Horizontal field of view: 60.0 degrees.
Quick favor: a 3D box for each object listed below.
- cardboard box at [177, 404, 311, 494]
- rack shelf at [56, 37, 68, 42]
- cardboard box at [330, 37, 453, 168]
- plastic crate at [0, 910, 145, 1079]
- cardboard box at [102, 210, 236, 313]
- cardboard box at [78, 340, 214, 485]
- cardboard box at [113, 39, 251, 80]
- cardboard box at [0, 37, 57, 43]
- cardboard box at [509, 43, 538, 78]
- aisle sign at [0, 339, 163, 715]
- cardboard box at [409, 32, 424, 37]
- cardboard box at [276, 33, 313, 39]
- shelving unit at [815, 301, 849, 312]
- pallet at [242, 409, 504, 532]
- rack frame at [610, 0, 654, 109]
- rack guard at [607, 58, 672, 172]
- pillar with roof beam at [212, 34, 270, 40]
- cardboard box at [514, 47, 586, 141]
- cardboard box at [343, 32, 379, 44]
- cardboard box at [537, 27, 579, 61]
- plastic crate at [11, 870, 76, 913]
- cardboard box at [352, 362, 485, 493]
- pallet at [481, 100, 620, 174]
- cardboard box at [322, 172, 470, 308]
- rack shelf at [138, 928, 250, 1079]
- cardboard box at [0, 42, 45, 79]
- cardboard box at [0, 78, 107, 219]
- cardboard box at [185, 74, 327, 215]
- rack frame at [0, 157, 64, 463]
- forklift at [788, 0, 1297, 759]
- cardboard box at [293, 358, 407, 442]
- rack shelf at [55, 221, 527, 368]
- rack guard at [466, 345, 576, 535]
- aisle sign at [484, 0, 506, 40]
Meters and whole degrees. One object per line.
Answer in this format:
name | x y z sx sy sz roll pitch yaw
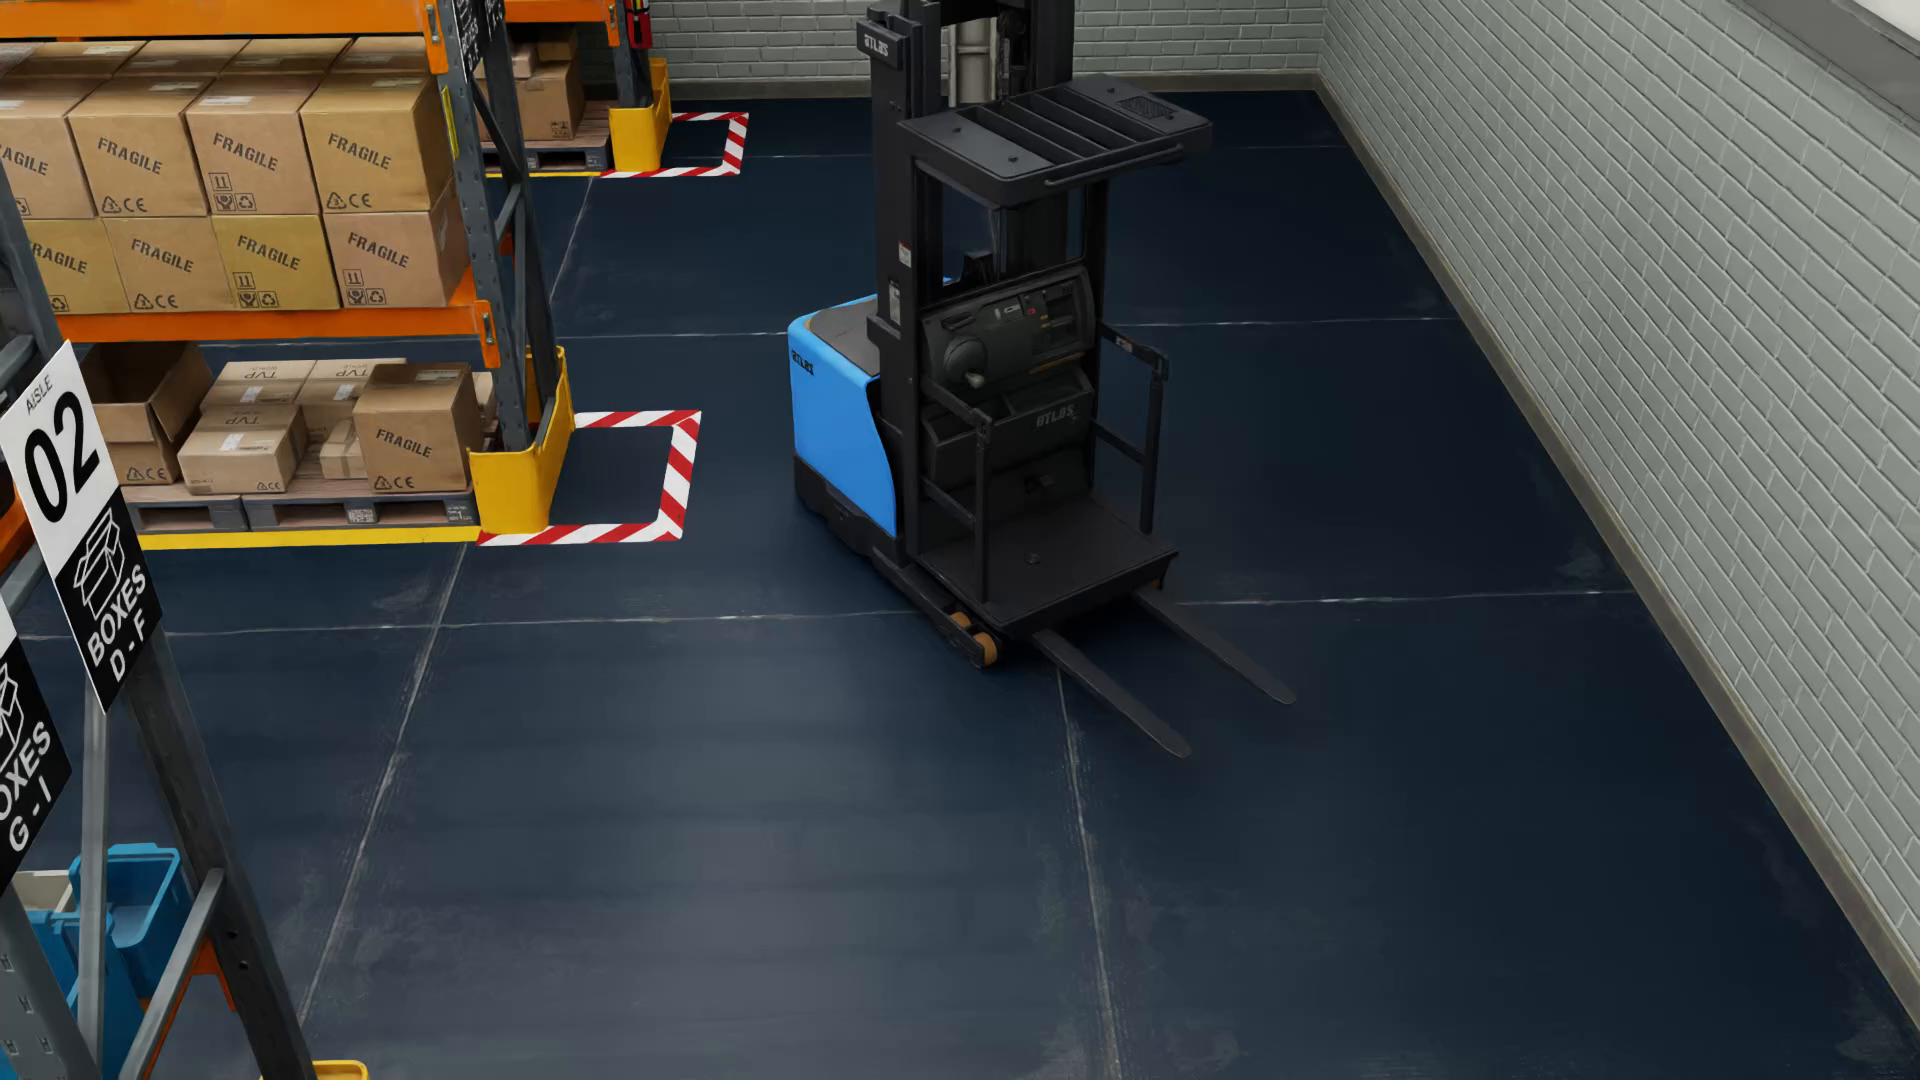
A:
cardboard box | -3.798 -0.486 8.846 0.500 0.250 0.500 -2 35 -2
rack shelf | -8.548 -3.957 12.464 4.000 0.370 1.077 -2 35 -2
cardboard box | -2.772 -2.189 8.311 0.500 0.500 0.500 -1 35 -1
plastic crate | -2.412 1.293 4.162 0.499 0.435 0.616 -2 35 -2
cardboard box | -3.768 -1.447 8.117 0.500 0.500 0.500 -1 35 -2
cardboard box | -4.436 -0.699 8.931 0.637 0.503 0.797 -2 35 -2
cardboard box | -3.794 -2.160 8.269 0.500 0.500 0.500 -1 35 -2
cardboard box | -7.194 -3.504 12.697 0.750 0.750 0.750 -1 35 -2
cardboard box | -3.369 -3.643 12.636 0.250 0.149 0.380 -2 35 -3
aisle sign | -2.028 -0.023 3.863 0.004 0.787 0.394 -2 35 -2
cardboard box | -4.144 -3.840 12.920 0.250 0.149 0.380 -1 35 -2
cardboard box | -5.163 -3.812 12.880 0.250 0.149 0.380 -3 35 -4
shelving unit | -0.627 -0.843 9.178 0.210 0.900 0.258 -22 40 -28
pallet | -3.189 -0.428 9.183 1.213 0.211 1.003 -2 35 -2
rack frame | -2.555 -4.415 12.493 0.127 3.000 1.000 -2 35 -2
rack guard | -2.531 -3.387 13.205 0.348 0.500 1.175 -2 35 -2
pillar with roof beam | -5.688 -4.837 7.832 0.400 9.000 9.100 -2 35 -2
cardboard box | -3.249 -3.484 12.975 0.500 0.500 0.700 -2 35 -2
cardboard box | -4.653 -3.826 12.900 0.250 0.149 0.380 -2 35 -3
cardboard box | -3.134 -3.867 12.960 0.250 0.149 0.380 -1 35 -2
plastic crate | -2.672 1.082 4.730 0.298 0.136 0.250 -2 35 -2
cardboard box | -2.848 -0.597 8.787 0.500 0.500 0.500 -2 35 -2
pallet | -3.350 -3.202 13.191 1.213 0.211 1.003 -2 35 -2
cardboard box | -2.751 -1.473 8.155 0.500 0.500 0.500 -1 35 -1
rack shelf | -4.084 1.567 4.483 4.000 0.370 1.077 -2 35 -2
cardboard box | -4.804 -2.133 8.230 0.500 0.500 0.500 -1 35 -2
cardboard box | -4.284 -1.838 7.804 0.500 0.500 0.500 -1 35 -1
cardboard box | -3.253 -1.869 7.848 0.500 0.500 0.500 -1 35 -1
rack frame | -2.086 -1.250 2.649 0.127 3.000 1.000 -2 35 -2
forklift | 0.354 -0.914 7.495 1.130 2.935 3.031 -22 40 -28
cardboard box | -3.373 -0.782 9.274 0.500 0.250 0.500 -2 35 -2
rack shelf | -4.314 -1.249 8.551 4.000 0.370 1.077 -2 35 -2
rack guard | -2.393 -0.569 9.133 0.348 0.500 1.175 -2 35 -2
aisle sign | -2.262 -2.837 7.928 0.004 0.787 0.394 -2 35 -2
